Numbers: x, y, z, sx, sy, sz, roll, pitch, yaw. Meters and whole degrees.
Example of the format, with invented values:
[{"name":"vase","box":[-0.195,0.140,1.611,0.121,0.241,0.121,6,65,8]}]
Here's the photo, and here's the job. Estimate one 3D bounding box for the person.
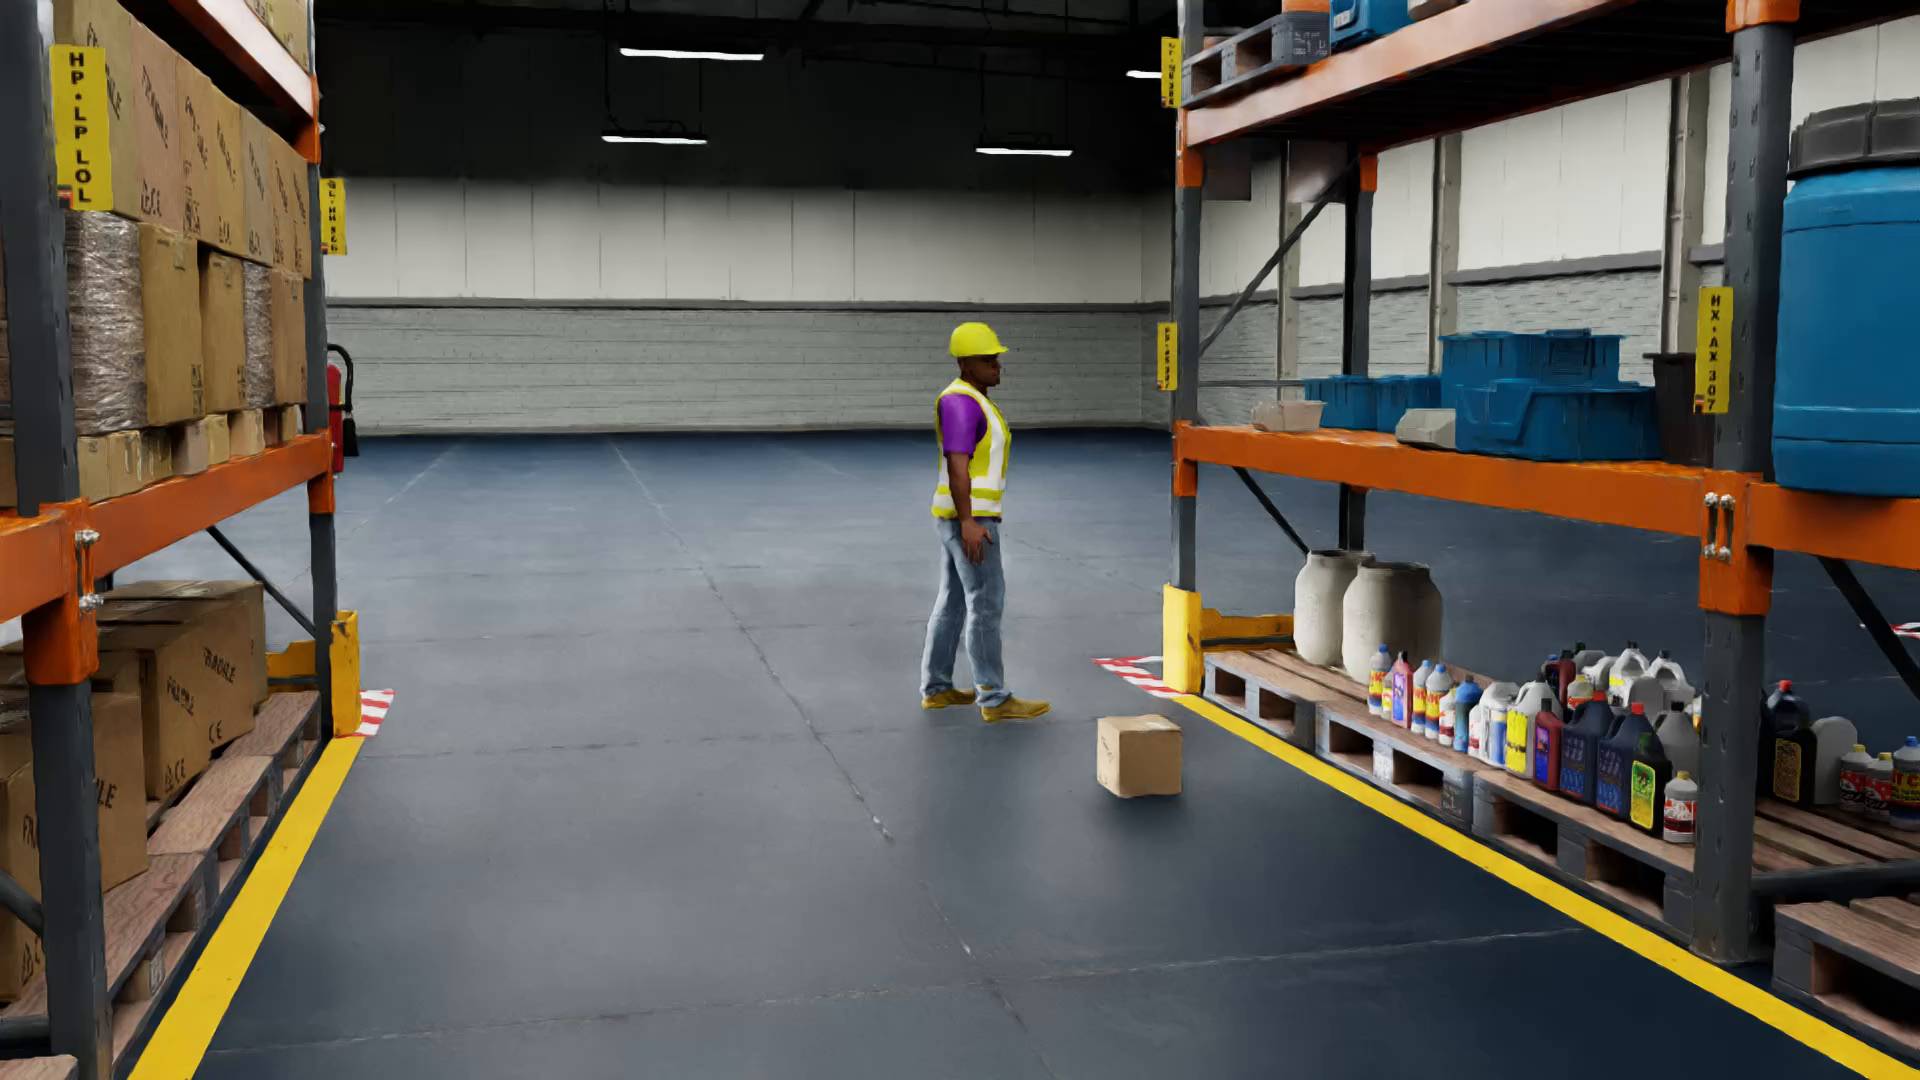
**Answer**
[{"name":"person","box":[0.110,-0.085,7.424,0.589,1.764,0.696,0,6,0]}]
